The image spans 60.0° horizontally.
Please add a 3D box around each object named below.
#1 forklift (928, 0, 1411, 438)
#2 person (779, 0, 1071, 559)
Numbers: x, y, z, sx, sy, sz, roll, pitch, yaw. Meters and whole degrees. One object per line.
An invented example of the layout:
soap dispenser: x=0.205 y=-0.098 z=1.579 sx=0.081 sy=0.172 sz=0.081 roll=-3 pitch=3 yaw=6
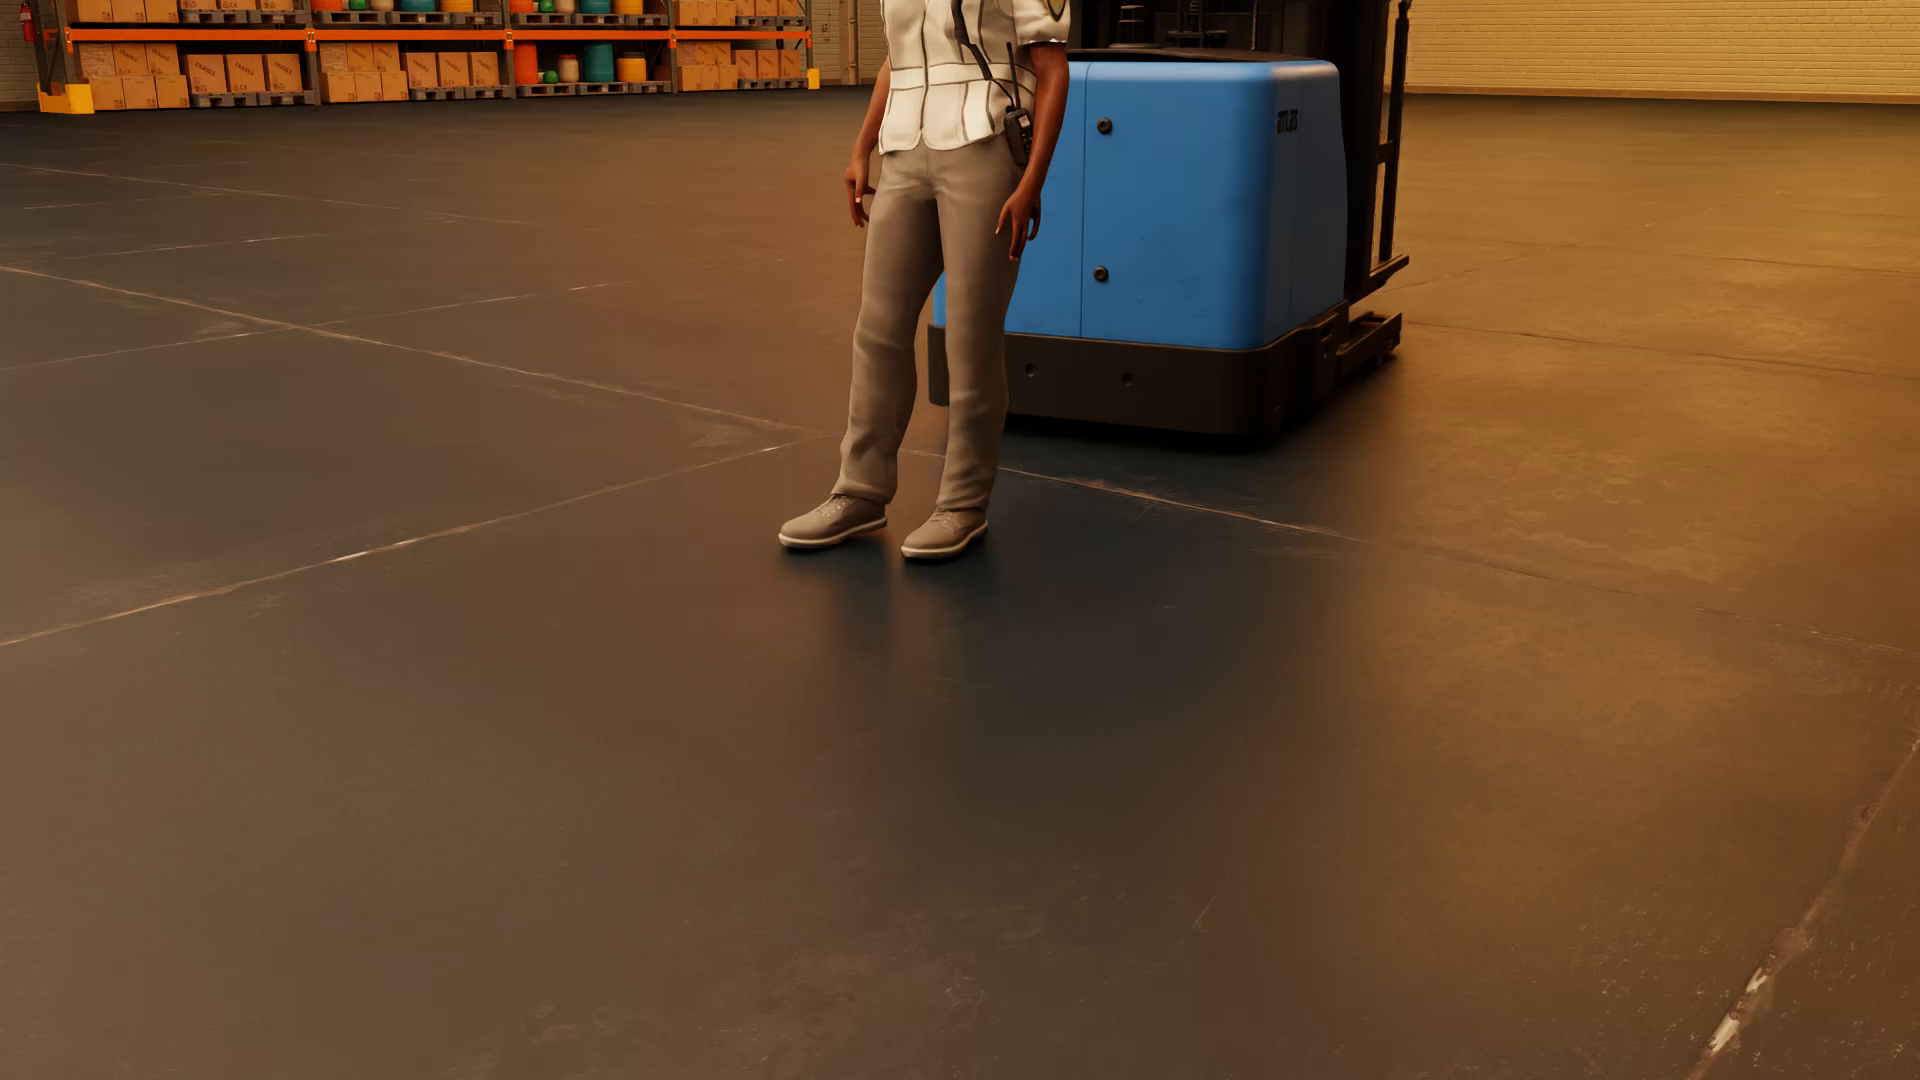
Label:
forklift: x=0.995 y=-2.077 z=5.738 sx=1.130 sy=2.935 sz=3.031 roll=8 pitch=19 yaw=24
person: x=-0.063 y=-0.803 z=3.651 sx=0.570 sy=1.692 sz=0.530 roll=13 pitch=21 yaw=37
